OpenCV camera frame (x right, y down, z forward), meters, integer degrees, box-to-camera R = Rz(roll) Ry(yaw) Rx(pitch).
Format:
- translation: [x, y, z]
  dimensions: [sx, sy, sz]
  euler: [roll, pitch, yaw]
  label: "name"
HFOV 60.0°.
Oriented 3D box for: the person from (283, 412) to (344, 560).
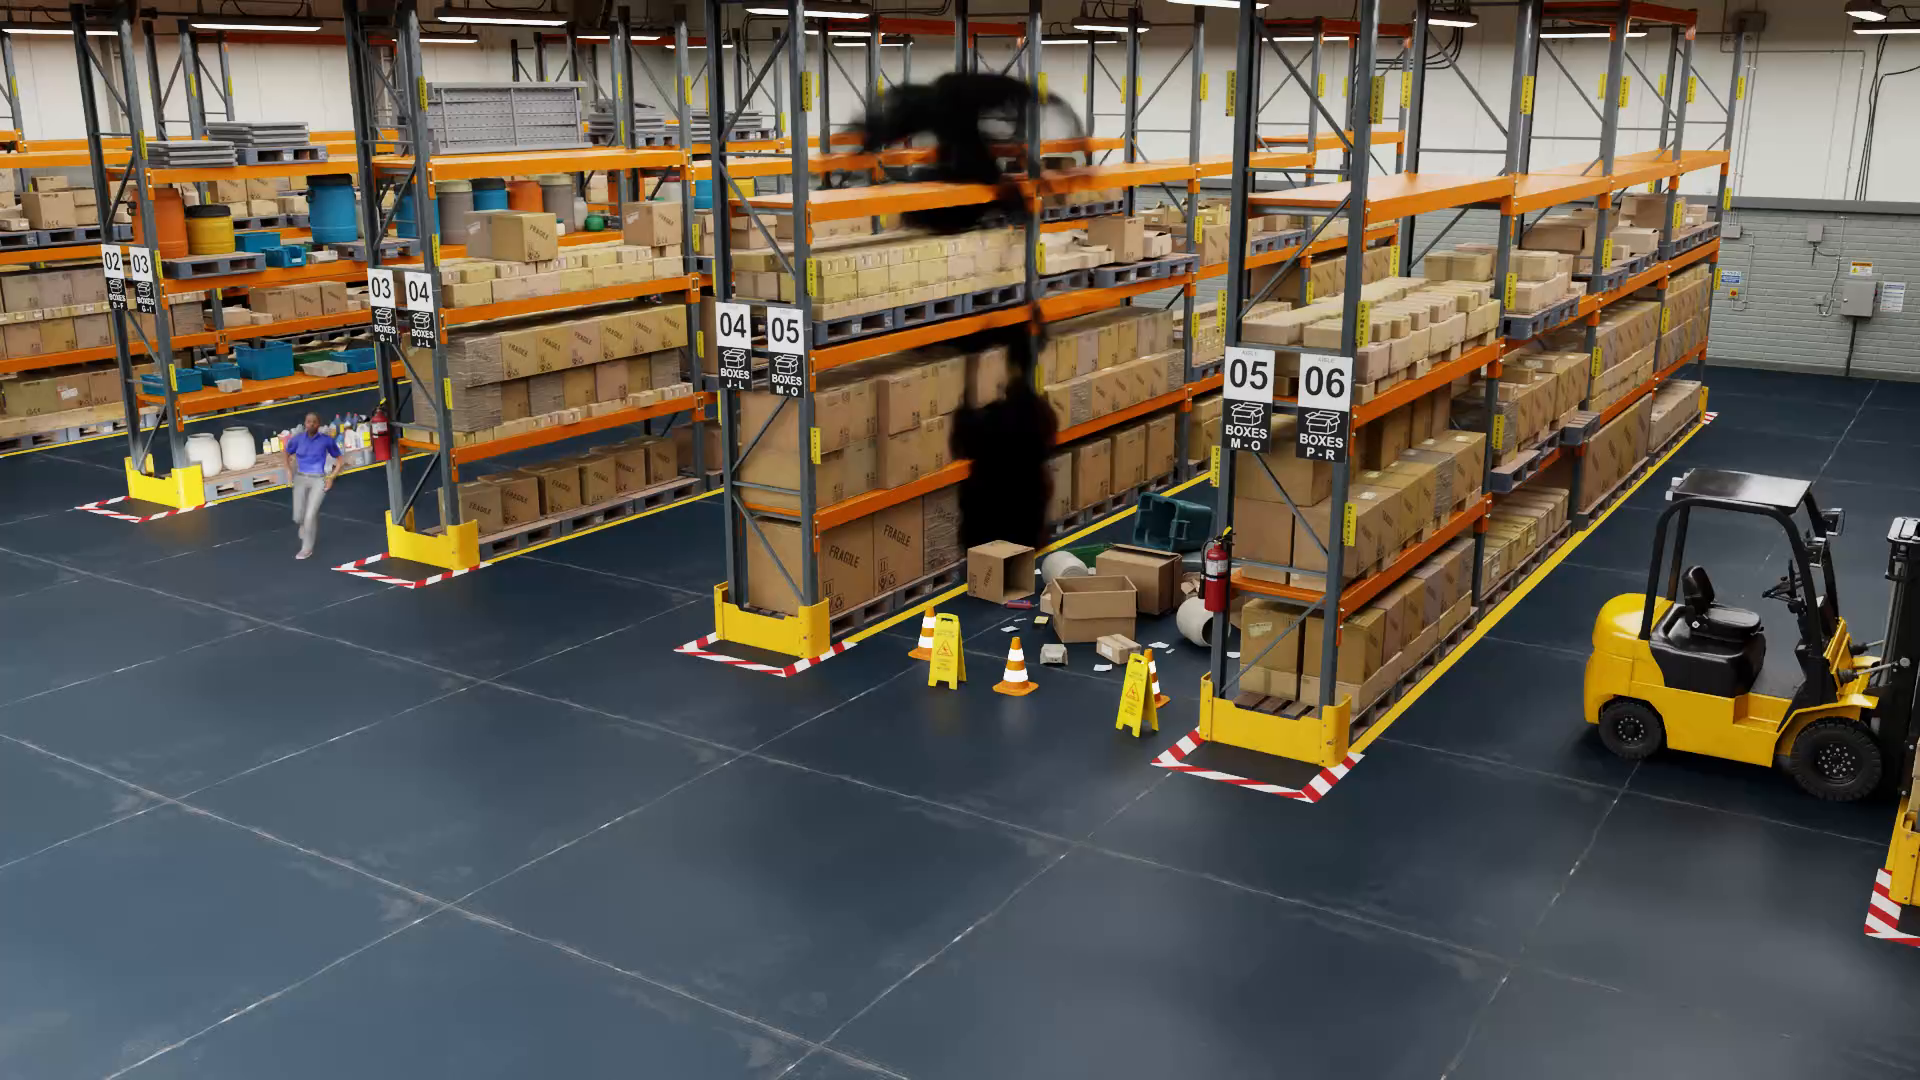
- translation: [-7.197, -0.635, 18.555]
  dimensions: [0.650, 1.604, 0.665]
  euler: [-2, 16, -8]
  label: "person"
